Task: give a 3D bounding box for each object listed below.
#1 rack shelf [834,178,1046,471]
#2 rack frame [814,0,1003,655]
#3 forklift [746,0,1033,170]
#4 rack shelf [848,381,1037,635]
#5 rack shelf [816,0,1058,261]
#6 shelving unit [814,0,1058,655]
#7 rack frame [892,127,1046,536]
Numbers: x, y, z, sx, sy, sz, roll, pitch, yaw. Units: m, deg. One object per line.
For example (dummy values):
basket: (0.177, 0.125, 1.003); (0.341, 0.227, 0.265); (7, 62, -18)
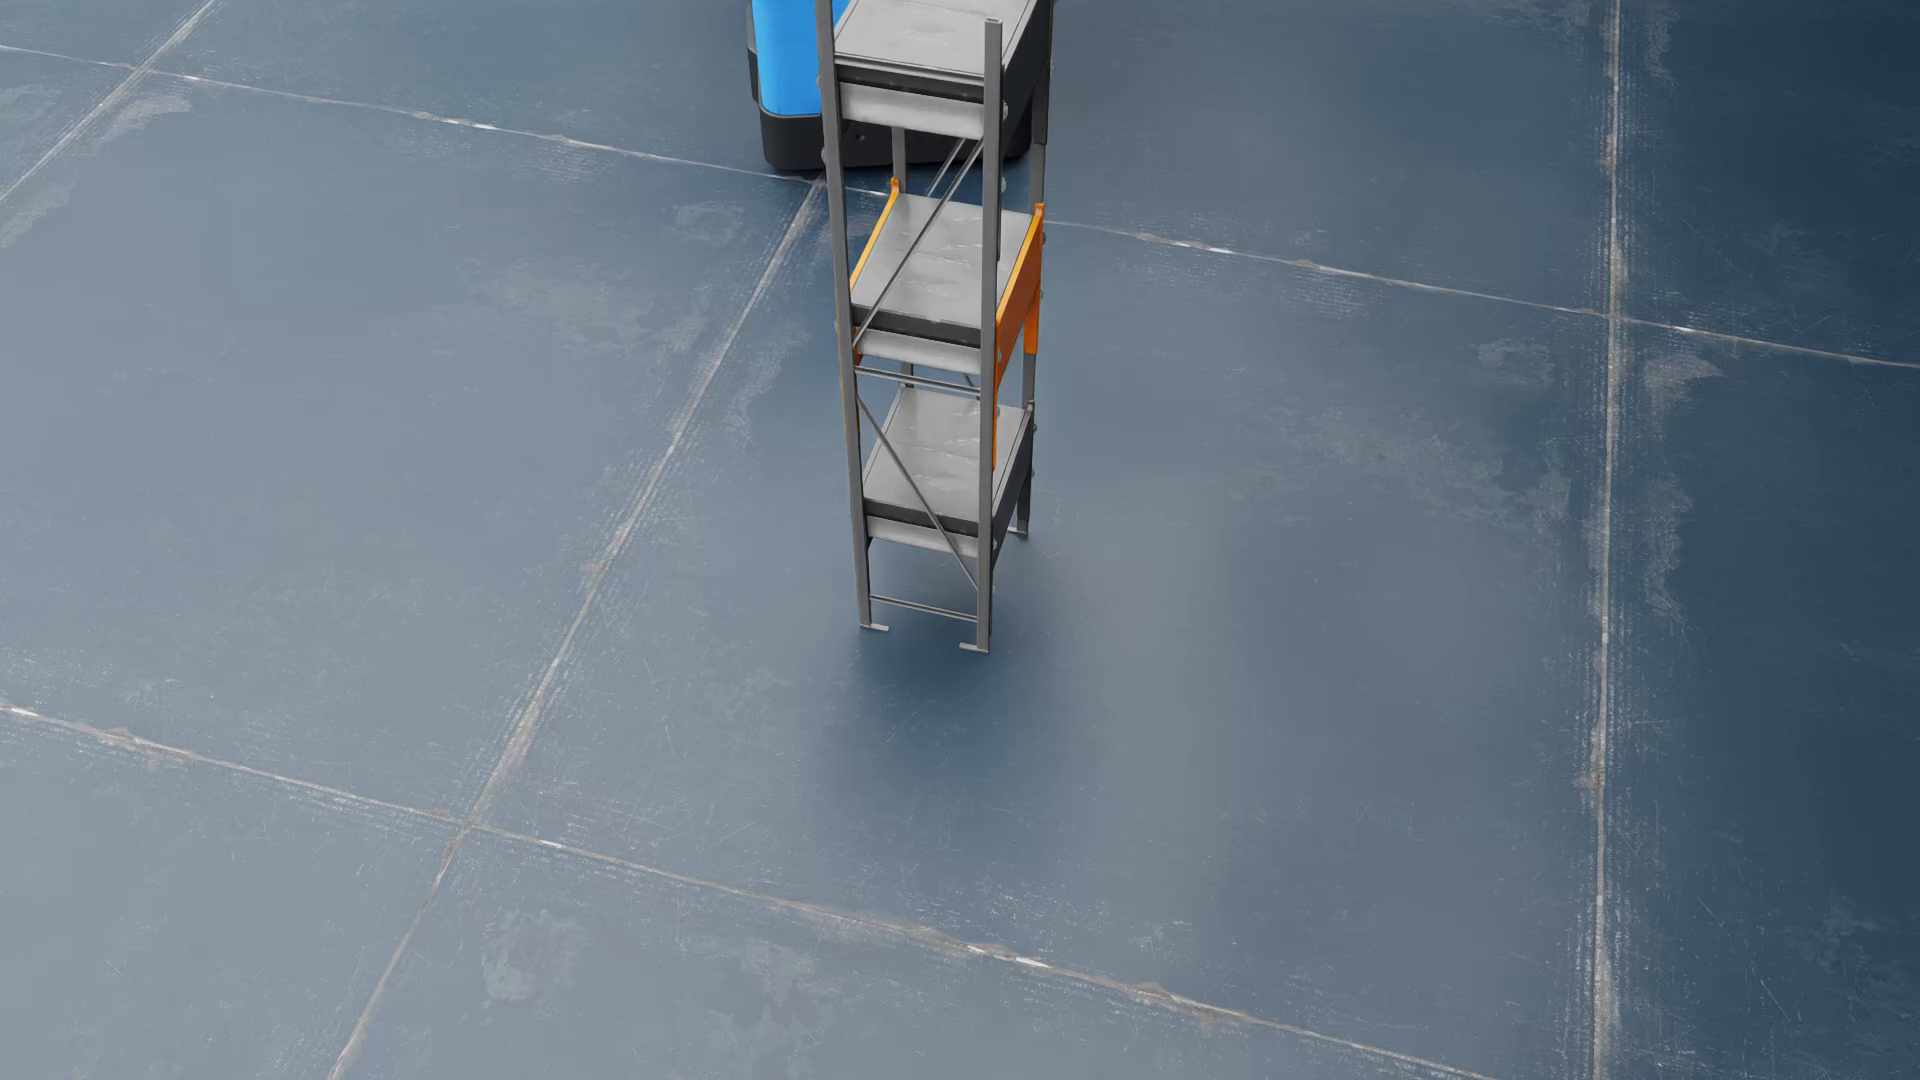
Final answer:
rack shelf: (-0.044, -0.566, 4.367); (0.431, 0.518, 0.480); (12, 50, 10)
rack frame: (-0.108, -0.399, 4.201); (0.400, 2.100, 0.015); (12, 50, 10)
forklift: (-0.377, -3.507, 6.391); (1.130, 2.935, 3.031); (-4, 49, -4)
rack shelf: (-0.044, -0.103, 4.892); (0.431, 0.518, 0.480); (12, 50, 10)
rack shelf: (-0.044, -1.029, 3.842); (0.431, 0.518, 0.480); (12, 50, 10)
shelving unit: (-0.044, -0.575, 4.357); (0.431, 2.100, 0.503); (12, 50, 10)
rack frame: (0.021, -0.752, 4.513); (0.400, 2.100, 0.015); (12, 50, 10)
